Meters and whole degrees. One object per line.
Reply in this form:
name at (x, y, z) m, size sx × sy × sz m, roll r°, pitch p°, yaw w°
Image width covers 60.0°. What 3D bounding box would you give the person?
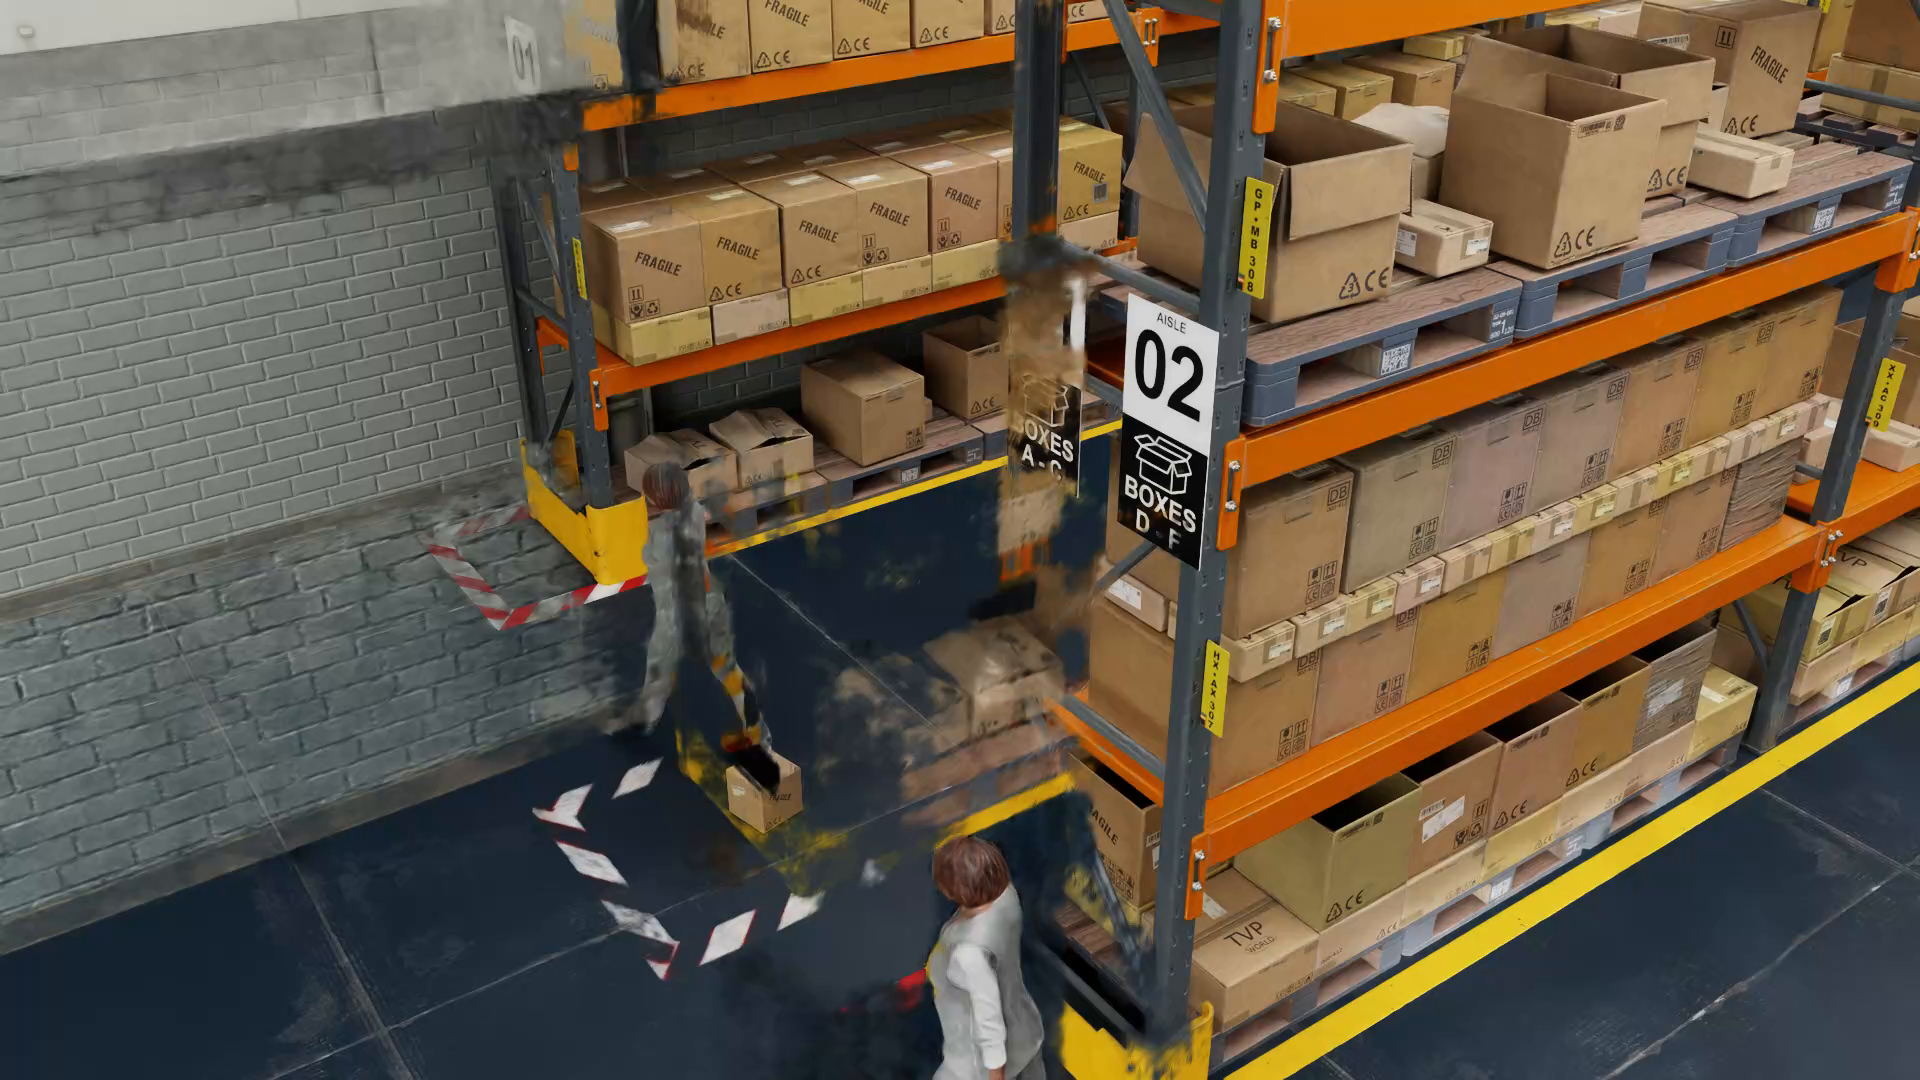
person at (-1.411, 0.316, 8.058) m, size 0.990 × 1.526 × 0.420 m, roll 13°, pitch 31°, yaw 21°
